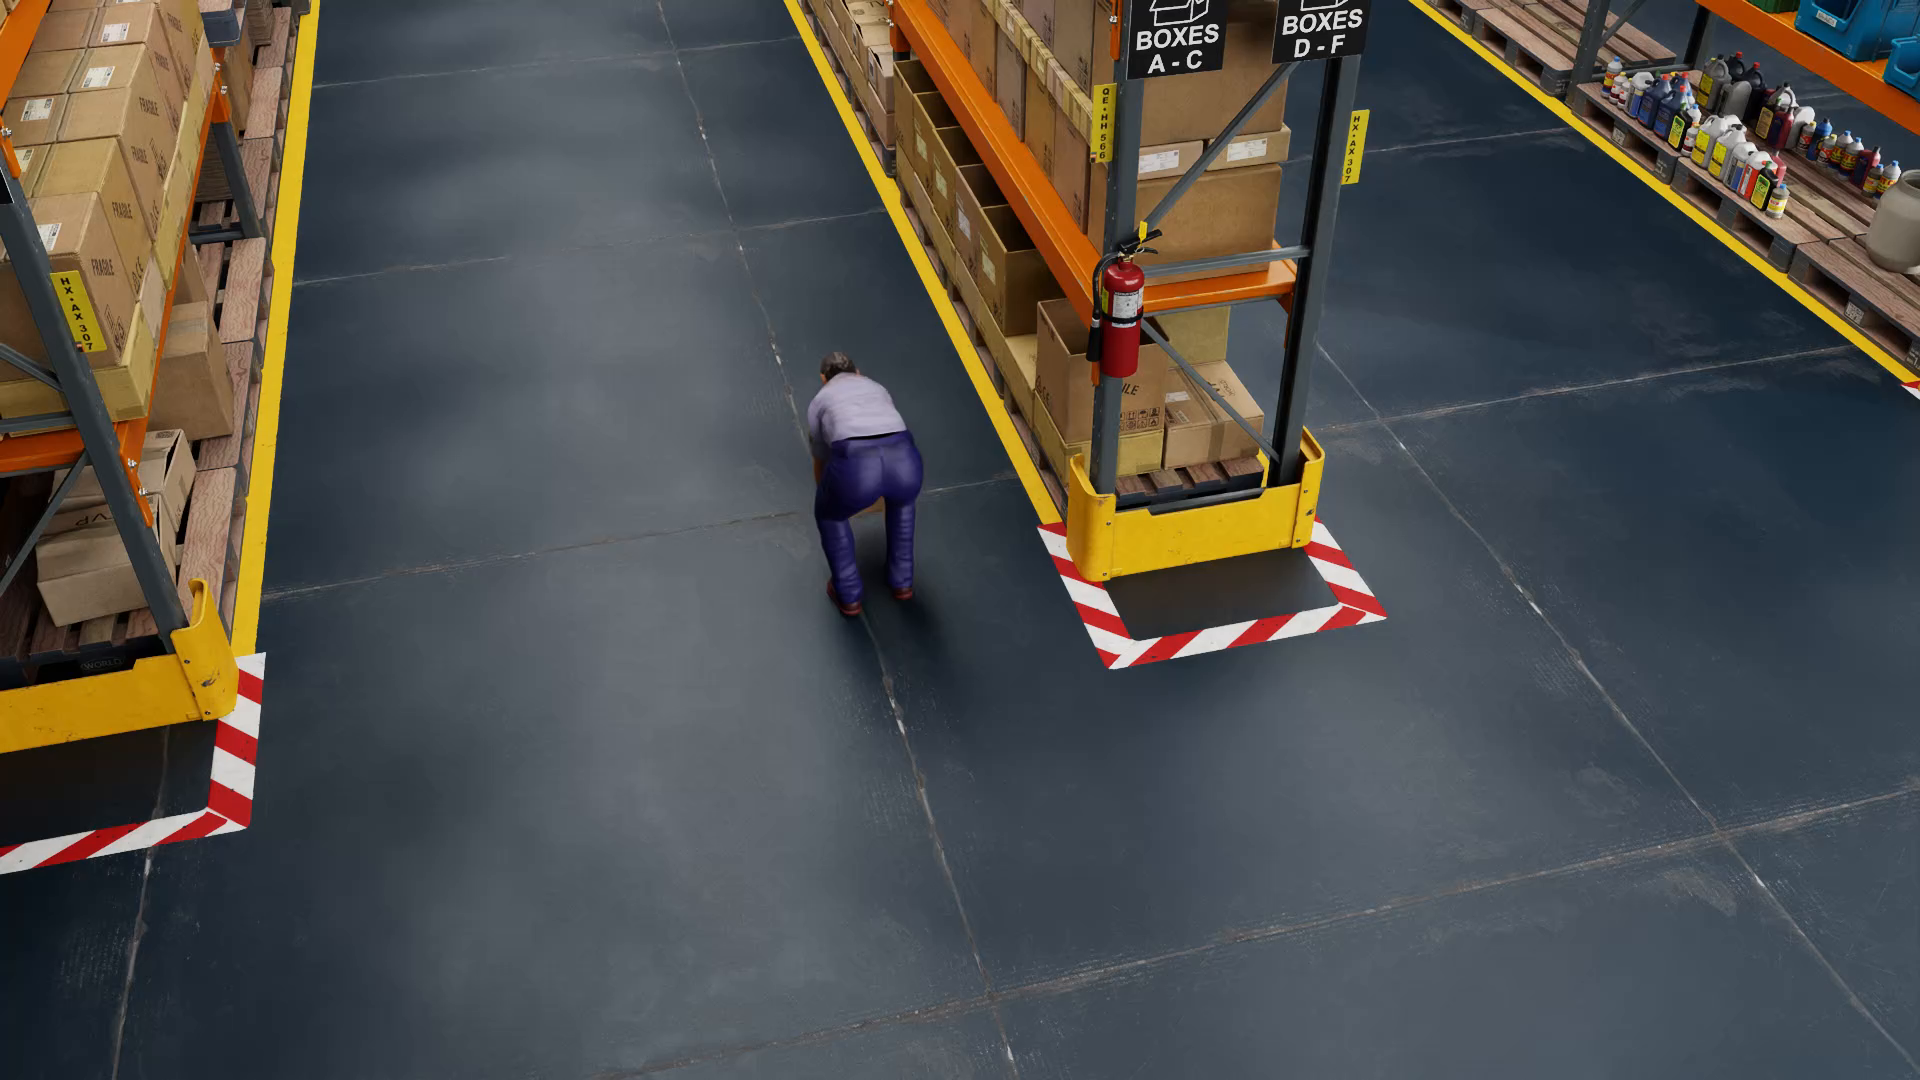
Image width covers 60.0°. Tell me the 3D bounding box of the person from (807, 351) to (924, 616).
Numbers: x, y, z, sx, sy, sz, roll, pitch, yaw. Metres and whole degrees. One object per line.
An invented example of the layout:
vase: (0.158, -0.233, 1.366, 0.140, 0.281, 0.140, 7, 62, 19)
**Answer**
person: (-0.456, -0.254, 7.567, 0.476, 1.004, 0.910, -11, 40, -13)
